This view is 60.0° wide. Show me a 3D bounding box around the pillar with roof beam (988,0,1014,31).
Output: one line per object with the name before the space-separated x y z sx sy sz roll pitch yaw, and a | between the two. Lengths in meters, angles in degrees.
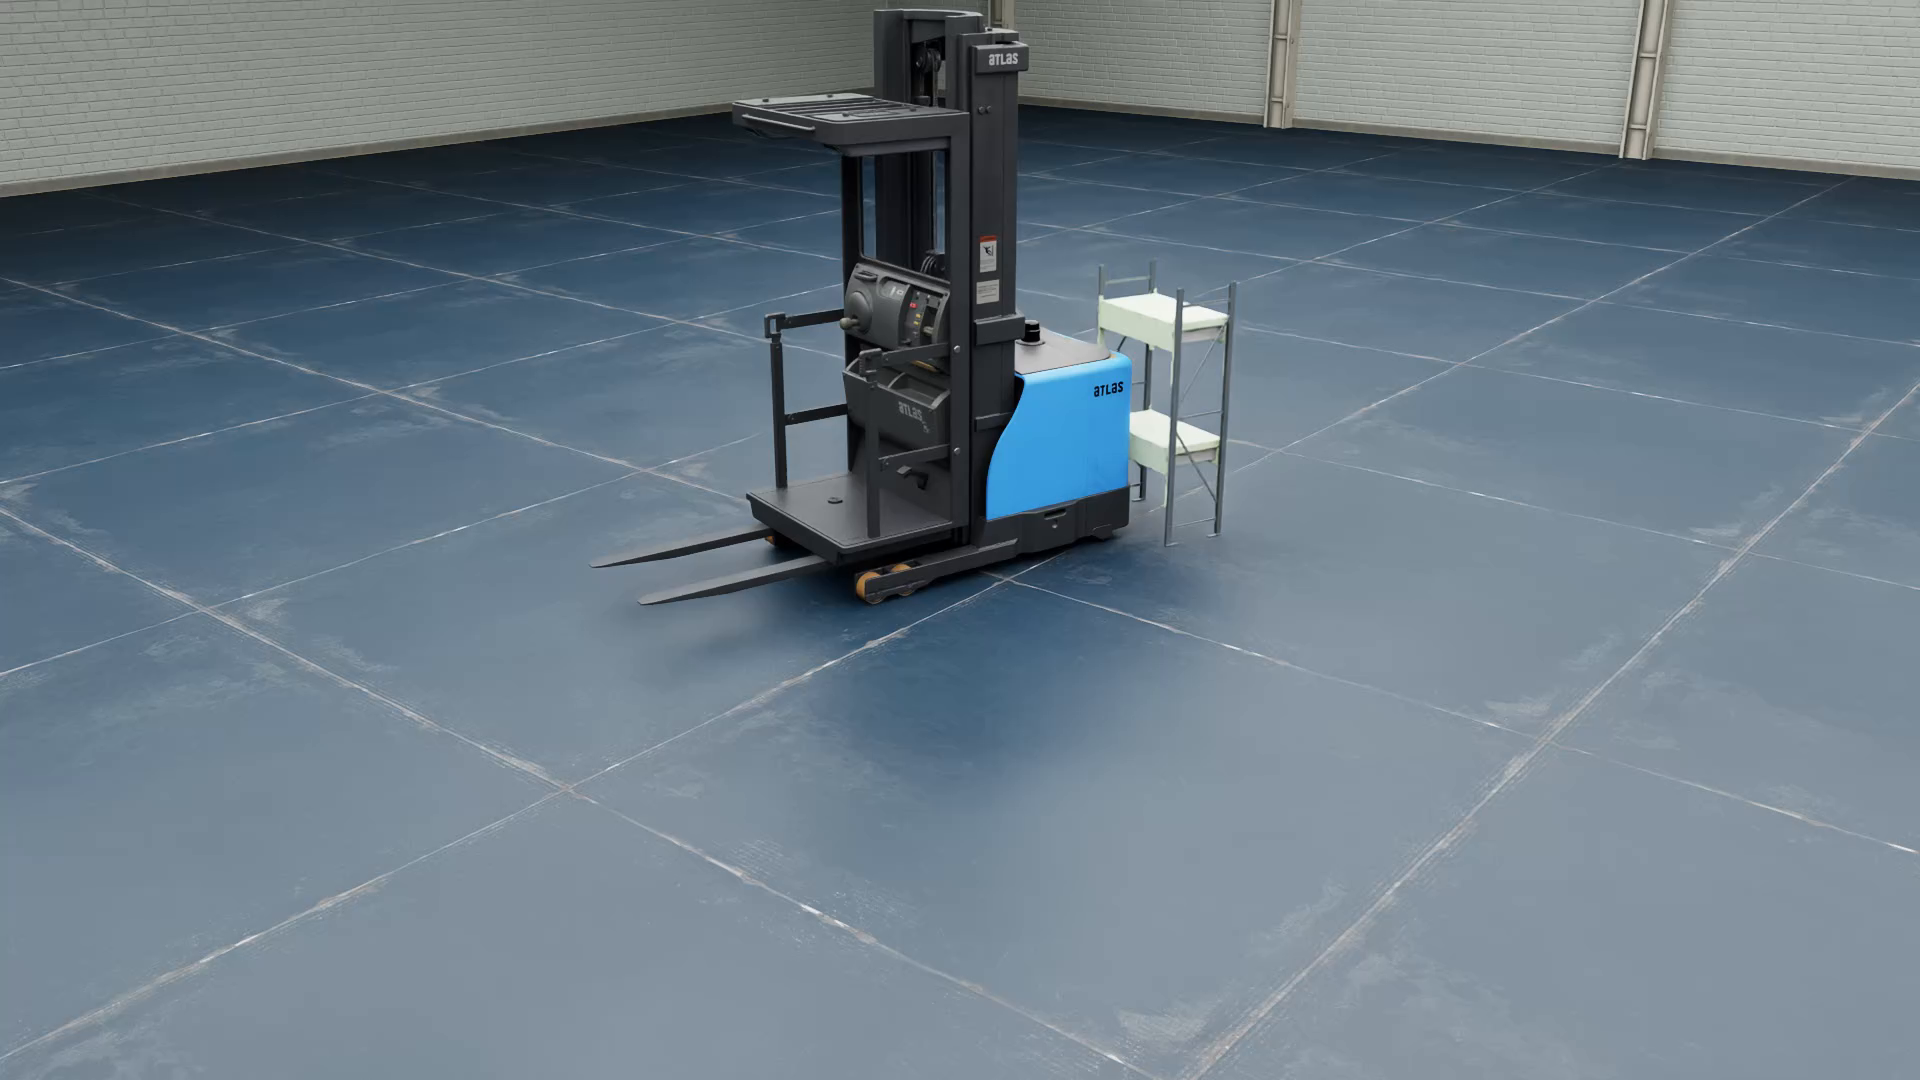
pillar with roof beam | -1.953 -11.408 27.168 0.400 9.000 9.100 16 26 36

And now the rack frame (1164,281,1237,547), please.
rack frame | 1.353 -0.699 9.392 0.400 1.500 0.023 -12 24 -29

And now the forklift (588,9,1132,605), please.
forklift | -0.514 -1.246 8.818 3.031 2.935 1.130 -14 25 -32

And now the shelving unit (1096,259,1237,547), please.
shelving unit | 1.166 -0.810 9.687 0.431 1.500 0.755 -12 24 -29

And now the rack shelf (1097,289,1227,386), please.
rack shelf | 1.168 -1.175 9.550 0.431 0.370 0.720 -12 24 -29

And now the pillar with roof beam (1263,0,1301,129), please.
pillar with roof beam | 2.695 -10.070 23.618 0.400 9.000 9.100 16 26 36

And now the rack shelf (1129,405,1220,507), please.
rack shelf | 1.165 -0.504 9.801 0.431 0.370 0.720 -12 24 -29

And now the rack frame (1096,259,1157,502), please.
rack frame | 0.980 -0.921 9.981 0.400 1.500 0.023 -12 24 -29

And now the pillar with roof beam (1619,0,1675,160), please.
pillar with roof beam | 7.344 -8.731 20.068 0.400 9.000 9.100 16 26 36
